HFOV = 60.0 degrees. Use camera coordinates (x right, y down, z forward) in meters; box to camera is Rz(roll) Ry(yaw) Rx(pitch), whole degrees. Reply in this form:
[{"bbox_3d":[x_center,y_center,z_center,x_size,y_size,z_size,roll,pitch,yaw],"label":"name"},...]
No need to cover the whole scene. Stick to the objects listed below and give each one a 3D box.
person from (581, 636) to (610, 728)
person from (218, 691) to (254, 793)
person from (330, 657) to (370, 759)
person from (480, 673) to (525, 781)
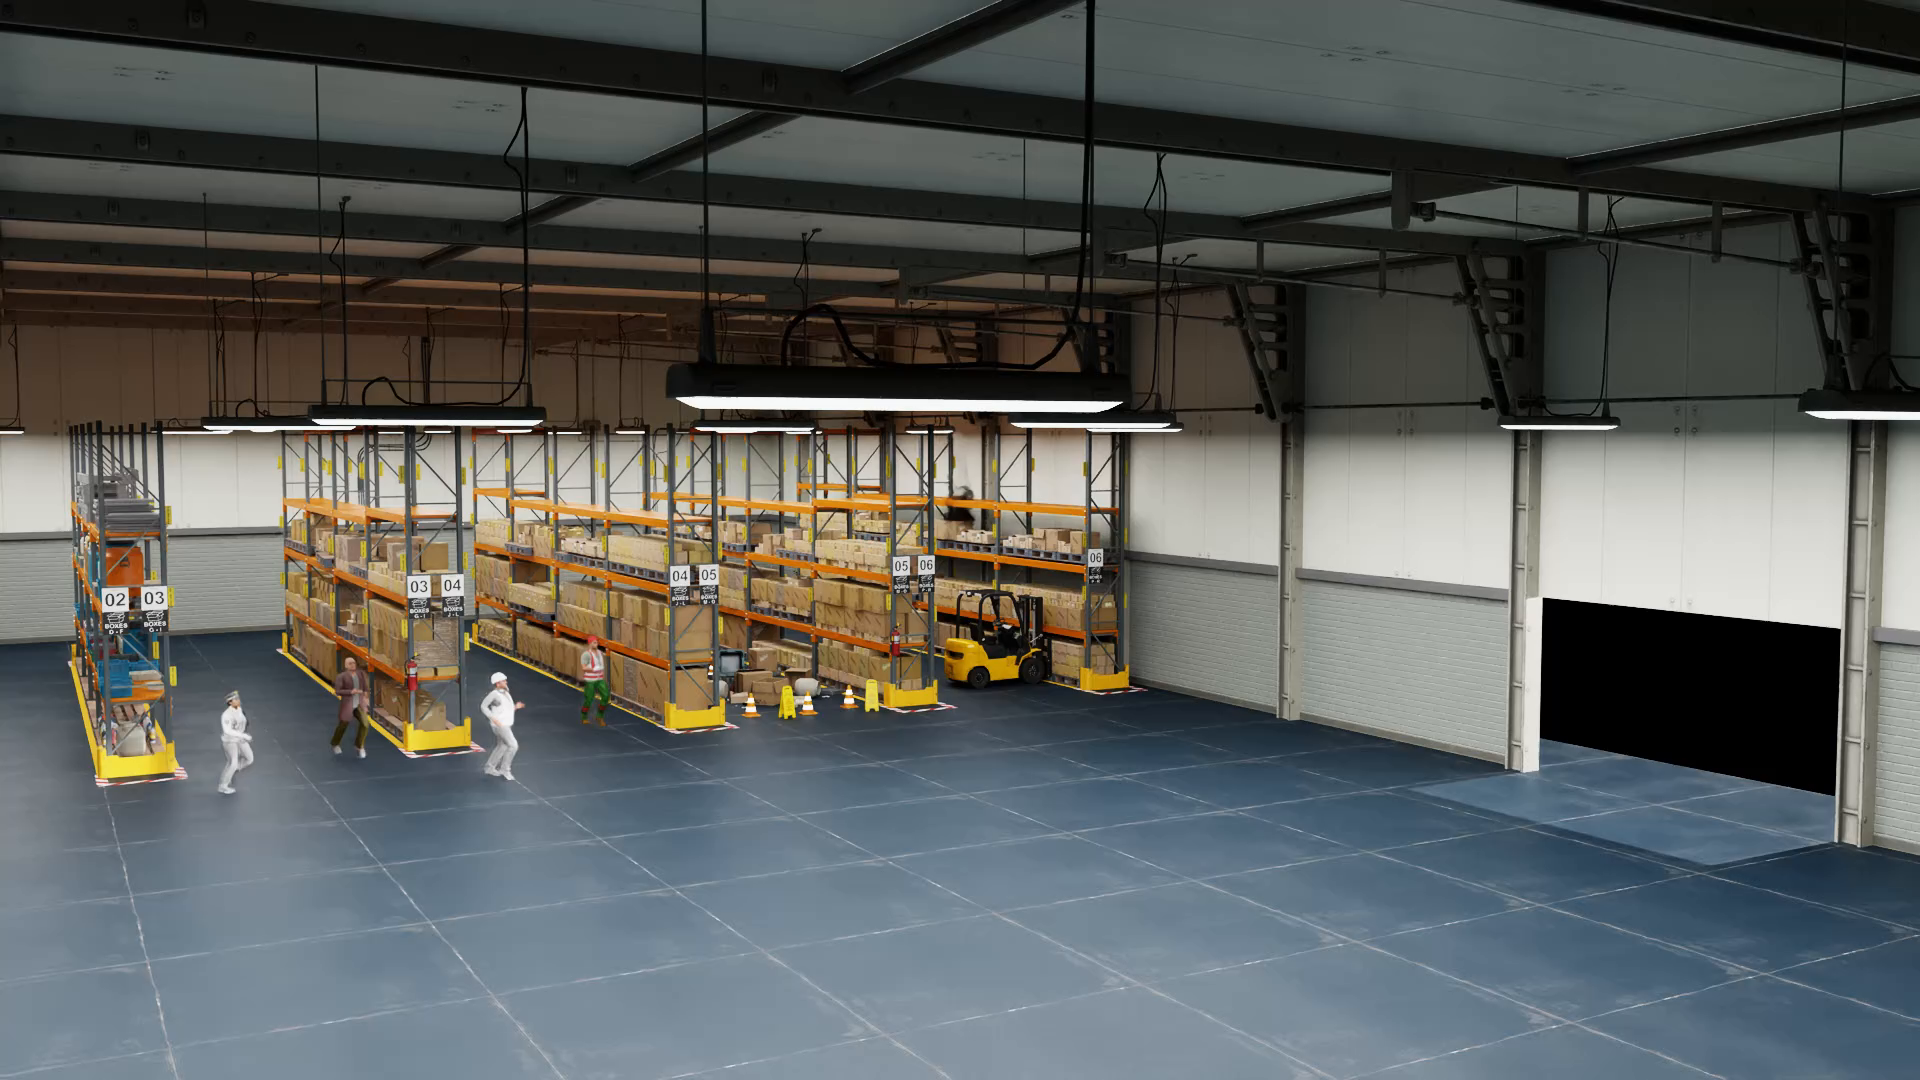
[{"bbox_3d":[-7.215,2.799,32.805,0.765,1.831,0.659,3,5,40],"label":"person"},{"bbox_3d":[-11.649,3.239,26.800,0.628,1.654,0.651,0,4,8],"label":"person"},{"bbox_3d":[-10.896,2.990,29.781,0.972,1.807,0.735,3,5,42],"label":"person"},{"bbox_3d":[-7.646,3.123,27.827,0.706,1.815,0.638,0,4,2],"label":"person"}]
